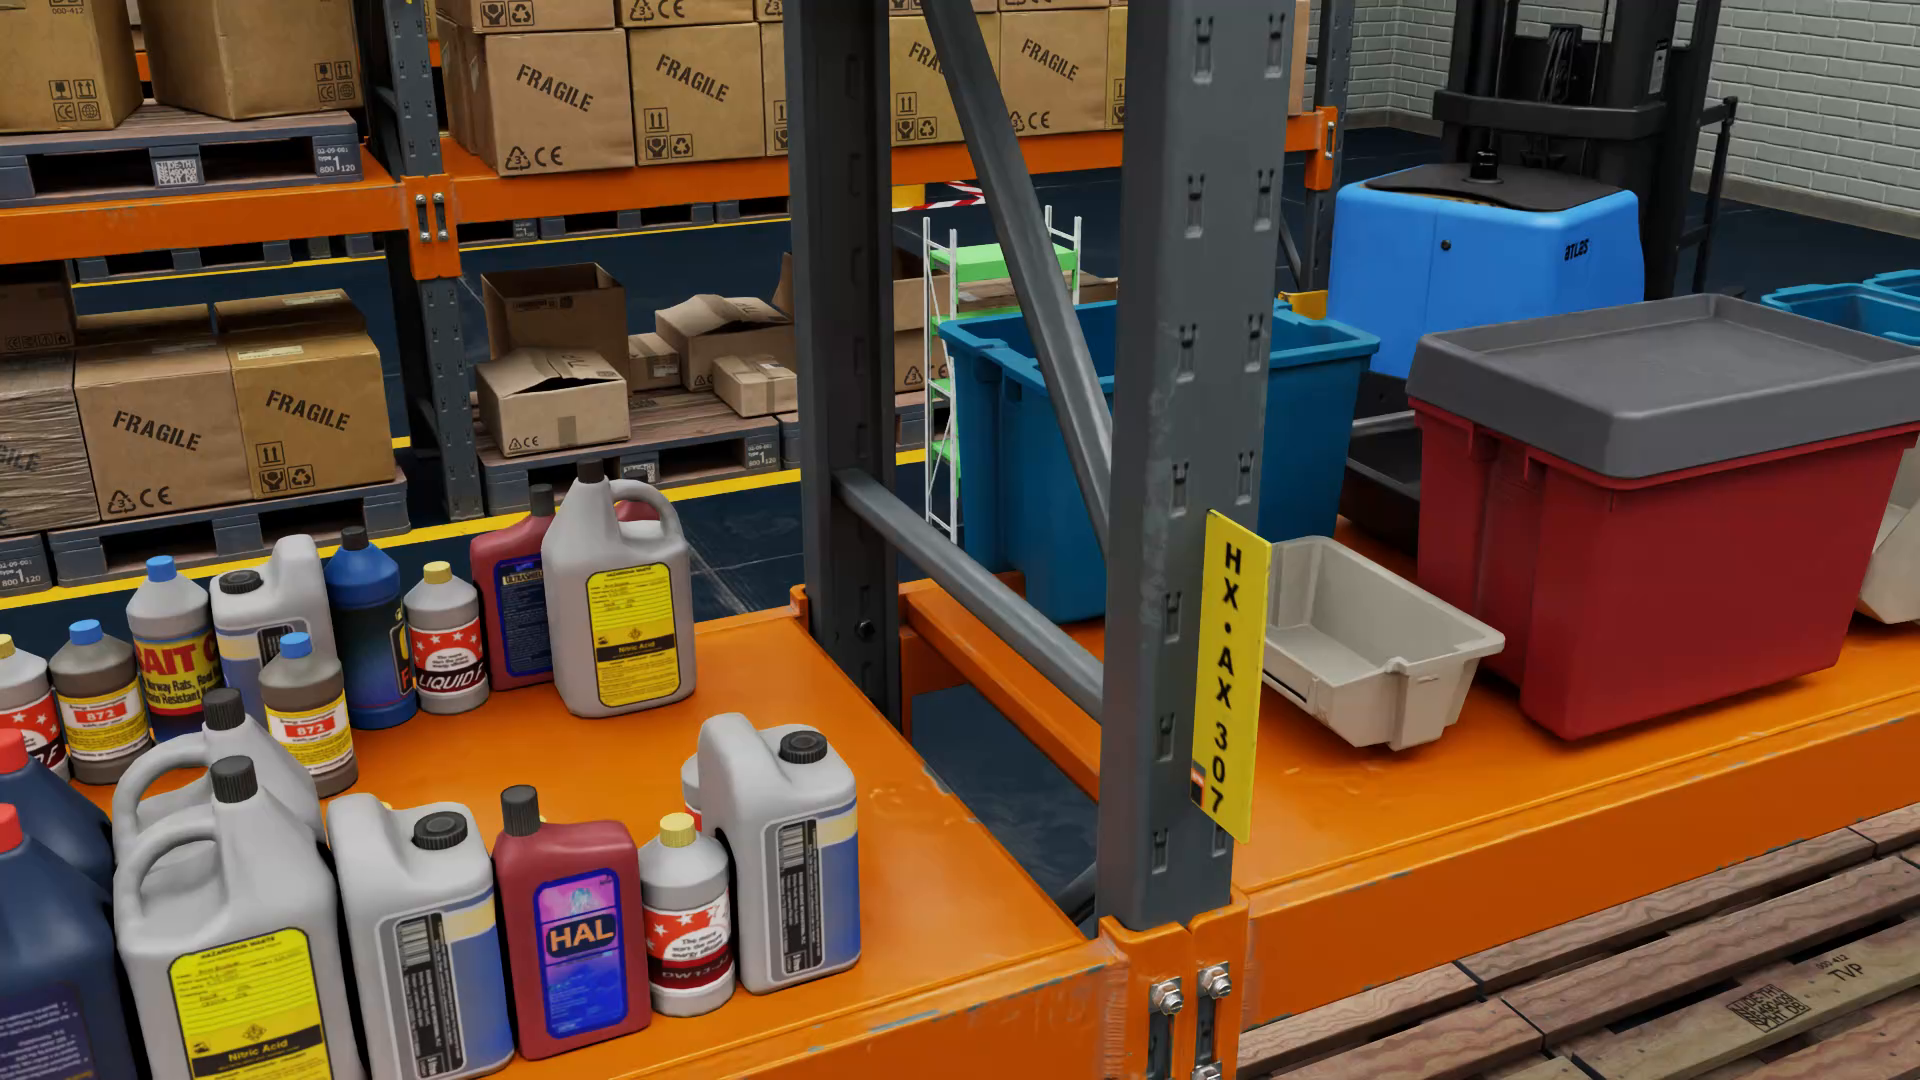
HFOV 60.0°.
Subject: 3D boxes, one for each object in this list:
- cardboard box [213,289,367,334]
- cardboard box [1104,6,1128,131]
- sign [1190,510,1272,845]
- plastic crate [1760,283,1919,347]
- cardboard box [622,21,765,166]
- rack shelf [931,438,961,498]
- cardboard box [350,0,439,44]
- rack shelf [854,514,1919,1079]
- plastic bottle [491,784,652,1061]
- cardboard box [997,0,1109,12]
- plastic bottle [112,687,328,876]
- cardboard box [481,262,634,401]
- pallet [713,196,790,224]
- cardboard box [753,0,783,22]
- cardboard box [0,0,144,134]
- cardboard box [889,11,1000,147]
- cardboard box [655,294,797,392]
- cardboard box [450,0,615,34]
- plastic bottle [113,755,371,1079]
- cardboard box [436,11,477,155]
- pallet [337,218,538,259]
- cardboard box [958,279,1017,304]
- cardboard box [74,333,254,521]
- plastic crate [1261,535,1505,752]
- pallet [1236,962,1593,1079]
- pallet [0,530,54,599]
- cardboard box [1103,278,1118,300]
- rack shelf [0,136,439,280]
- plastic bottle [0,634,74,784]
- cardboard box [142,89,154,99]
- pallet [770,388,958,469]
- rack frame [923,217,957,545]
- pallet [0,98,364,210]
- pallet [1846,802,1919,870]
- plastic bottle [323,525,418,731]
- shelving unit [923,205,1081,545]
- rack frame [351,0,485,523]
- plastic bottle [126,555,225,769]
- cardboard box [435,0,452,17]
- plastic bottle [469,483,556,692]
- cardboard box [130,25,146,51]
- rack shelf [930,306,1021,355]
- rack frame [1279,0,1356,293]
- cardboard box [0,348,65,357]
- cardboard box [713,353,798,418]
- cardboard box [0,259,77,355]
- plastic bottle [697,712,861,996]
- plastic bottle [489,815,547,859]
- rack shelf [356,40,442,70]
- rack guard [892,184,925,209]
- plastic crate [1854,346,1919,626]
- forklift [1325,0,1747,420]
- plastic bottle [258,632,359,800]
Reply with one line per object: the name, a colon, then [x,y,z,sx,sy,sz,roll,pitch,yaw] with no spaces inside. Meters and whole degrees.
cardboard box: [-2.660,-0.685,6.675,0.500,0.500,0.500,-12,25,-26]
cardboard box: [0.735,-2.087,7.239,0.500,0.500,0.500,-10,25,-23]
sign: [0.264,0.137,1.635,0.005,0.325,0.100,-10,25,-24]
plastic crate: [1.809,-0.343,3.297,0.300,0.233,0.416,-10,25,-24]
cardboard box: [-1.081,-1.755,6.438,0.500,0.500,0.500,-10,24,-23]
rack shelf: [0.149,-0.301,6.203,0.480,0.148,0.258,-10,25,-24]
cardboard box: [-3.774,-3.562,10.541,0.700,0.700,0.980,-10,25,-23]
rack shelf: [1.829,0.076,3.086,4.000,0.370,1.077,-10,25,-24]
plastic bottle: [-0.377,0.360,1.611,0.133,0.283,0.061,-10,25,-24]
cardboard box: [0.284,-2.464,6.842,0.500,0.500,0.500,-10,24,-22]
plastic bottle: [-0.722,0.313,1.635,0.185,0.351,0.144,-10,25,-24]
cardboard box: [-1.728,-0.873,7.130,0.500,0.500,0.500,-10,25,-24]
pallet: [-1.352,-2.555,12.145,1.213,0.211,1.003,-10,25,-24]
cardboard box: [-0.643,-2.293,6.429,0.500,0.500,0.500,-11,25,-25]
cardboard box: [-3.234,-1.735,5.841,0.500,0.500,0.700,-6,23,-15]
cardboard box: [-0.171,-1.922,6.842,0.500,0.500,0.500,-11,25,-24]
cardboard box: [-1.052,-0.910,7.467,0.500,0.311,0.500,-10,25,-24]
cardboard box: [-1.572,-2.122,6.016,0.500,0.500,0.500,-10,24,-22]
plastic bottle: [-0.660,0.363,1.515,0.185,0.351,0.144,-10,25,-24]
cardboard box: [-1.779,-1.850,6.667,0.500,0.500,0.500,-10,25,-23]
pallet: [-3.551,-2.150,11.168,1.213,0.211,1.003,-10,25,-24]
cardboard box: [-0.028,-1.071,7.934,0.500,0.250,0.500,-10,25,-24]
cardboard box: [-2.888,-0.421,6.038,0.500,0.500,0.500,-10,25,-23]
plastic crate: [0.508,0.141,2.253,0.243,0.136,0.396,-10,25,-24]
pallet: [0.673,1.228,3.007,1.213,0.211,1.003,-10,25,-24]
pallet: [-3.935,0.008,5.955,1.213,0.211,1.003,-10,25,-24]
cardboard box: [0.735,-1.198,8.351,0.250,0.166,0.380,-10,25,-24]
rack shelf: [-3.920,-0.968,5.608,4.000,0.370,1.077,-10,25,-24]
plastic bottle: [-1.177,0.215,2.068,0.097,0.201,0.097,0,22,0]
cardboard box: [-4.799,-2.387,10.357,0.750,0.750,0.750,-10,25,-23]
pallet: [-0.398,-0.661,7.572,1.213,0.211,1.003,-10,25,-24]
rack frame: [-0.071,-0.541,5.989,0.015,1.200,0.240,-10,25,-24]
pallet: [-2.885,-1.449,6.079,1.213,0.211,1.003,-10,25,-24]
pallet: [2.871,0.823,3.985,1.213,0.211,1.003,-10,25,-24]
plastic bottle: [-0.793,0.112,2.226,0.097,0.271,0.097,0,22,0]
shelving unit: [0.149,-0.582,6.087,0.503,1.200,0.258,-10,25,-24]
rack frame: [-2.118,-1.633,6.272,0.127,3.000,1.000,-10,25,-24]
plastic bottle: [-1.002,0.151,2.133,0.097,0.271,0.097,0,22,0]
cardboard box: [-1.775,-2.314,6.480,0.500,0.500,0.500,-10,25,-23]
plastic bottle: [-0.609,0.065,2.324,0.133,0.283,0.061,-10,25,-24]
cardboard box: [-4.922,-3.001,9.881,0.250,0.149,0.380,-10,24,-22]
rack shelf: [0.149,-0.745,6.019,0.480,0.148,0.258,-10,25,-24]
rack frame: [1.486,-2.296,7.875,0.127,3.000,1.000,-10,25,-24]
cardboard box: [-3.589,-0.512,6.258,0.500,0.500,0.500,-10,25,-23]
cardboard box: [-0.871,-0.669,7.073,0.250,0.166,0.380,-10,25,-24]
cardboard box: [-3.561,-0.865,6.131,0.500,0.250,0.500,-10,25,-24]
plastic bottle: [-0.188,0.309,1.743,0.135,0.276,0.152,-10,25,-24]
plastic bottle: [-0.427,0.374,1.685,0.097,0.201,0.097,0,22,0]
rack shelf: [-2.468,-3.338,11.334,4.000,0.370,1.077,-10,25,-24]
rack guard: [-0.644,-2.852,12.485,0.348,0.500,1.175,-10,25,-24]
plastic crate: [1.483,-0.088,2.616,0.530,0.282,0.437,-10,25,-24]
forklift: [2.959,-2.161,7.639,1.130,2.935,3.031,19,29,39]
plastic bottle: [-0.814,0.213,2.073,0.097,0.201,0.097,0,22,0]
